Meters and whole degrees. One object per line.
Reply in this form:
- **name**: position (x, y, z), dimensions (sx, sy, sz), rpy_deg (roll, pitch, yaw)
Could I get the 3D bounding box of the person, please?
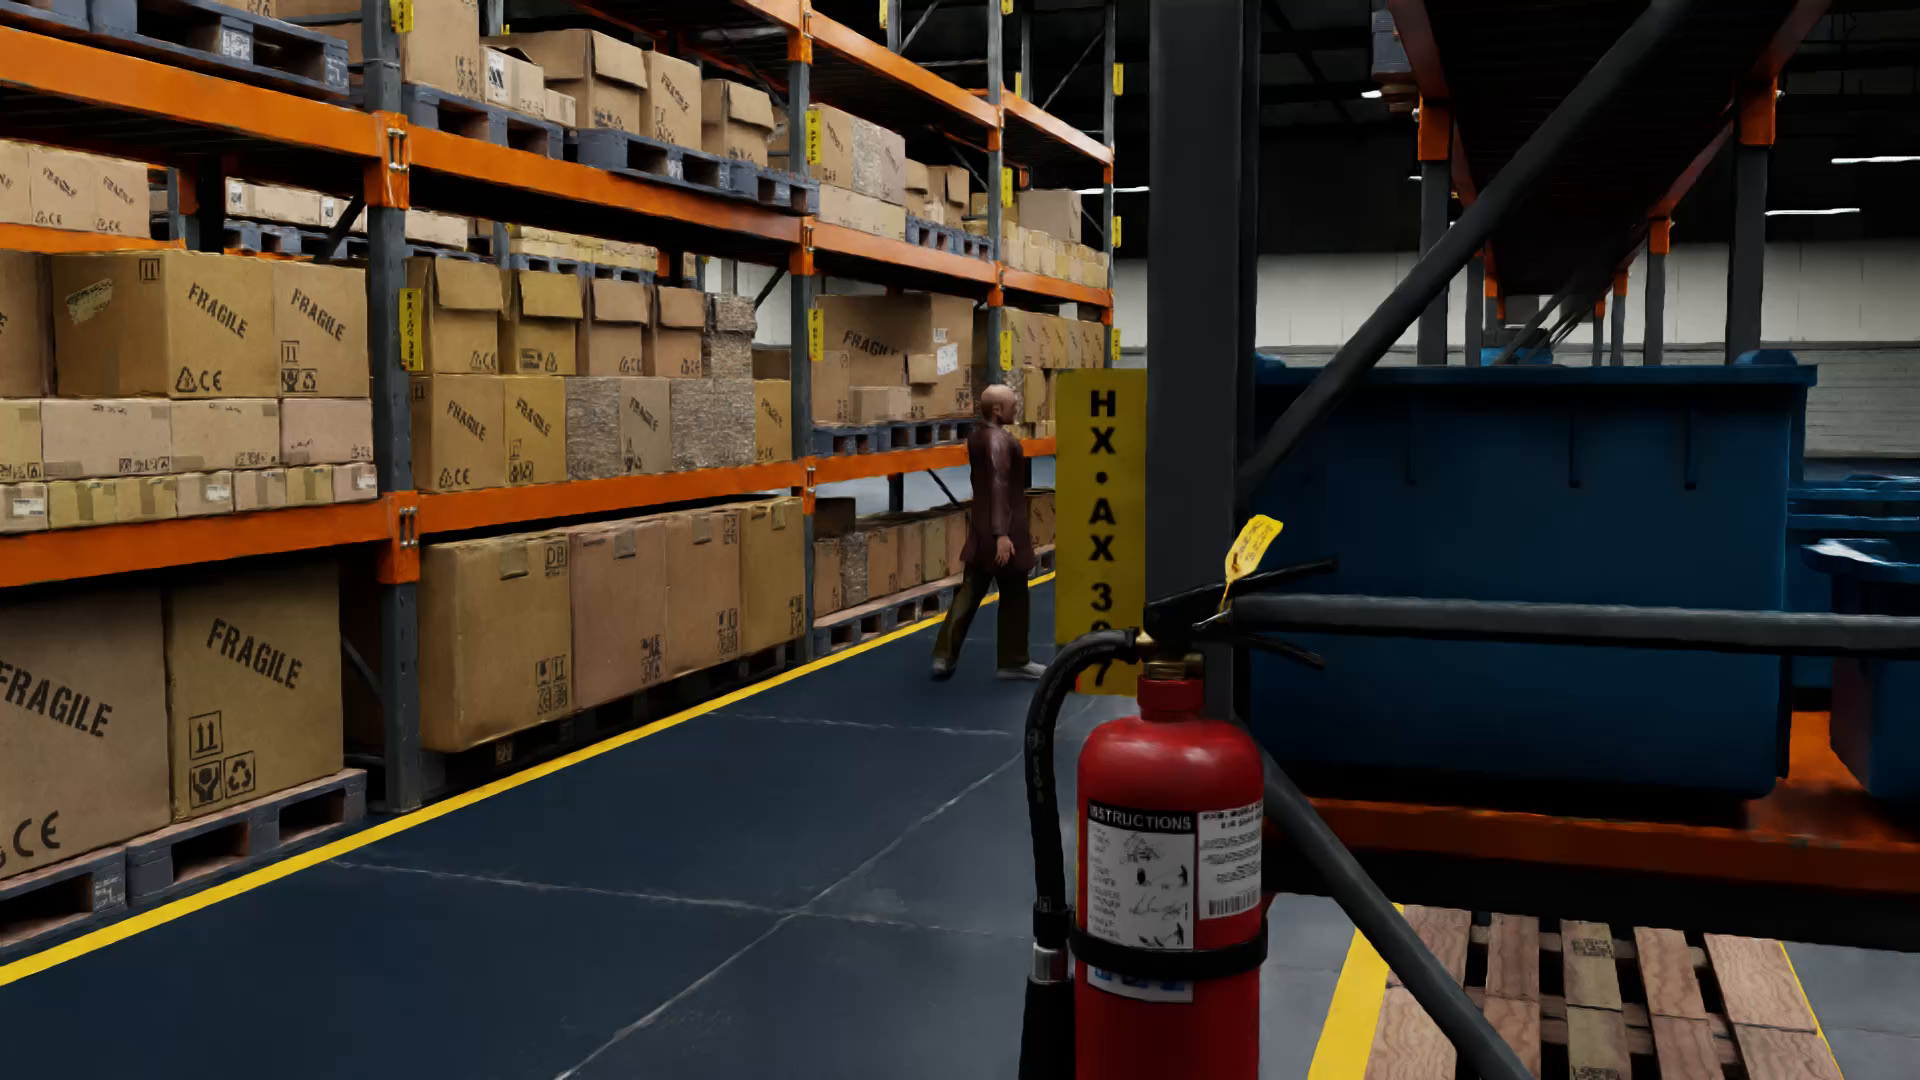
- **person**: position (0.195, -0.045, 9.957), dimensions (0.729, 1.771, 0.689), rpy_deg (-2, 5, -20)
